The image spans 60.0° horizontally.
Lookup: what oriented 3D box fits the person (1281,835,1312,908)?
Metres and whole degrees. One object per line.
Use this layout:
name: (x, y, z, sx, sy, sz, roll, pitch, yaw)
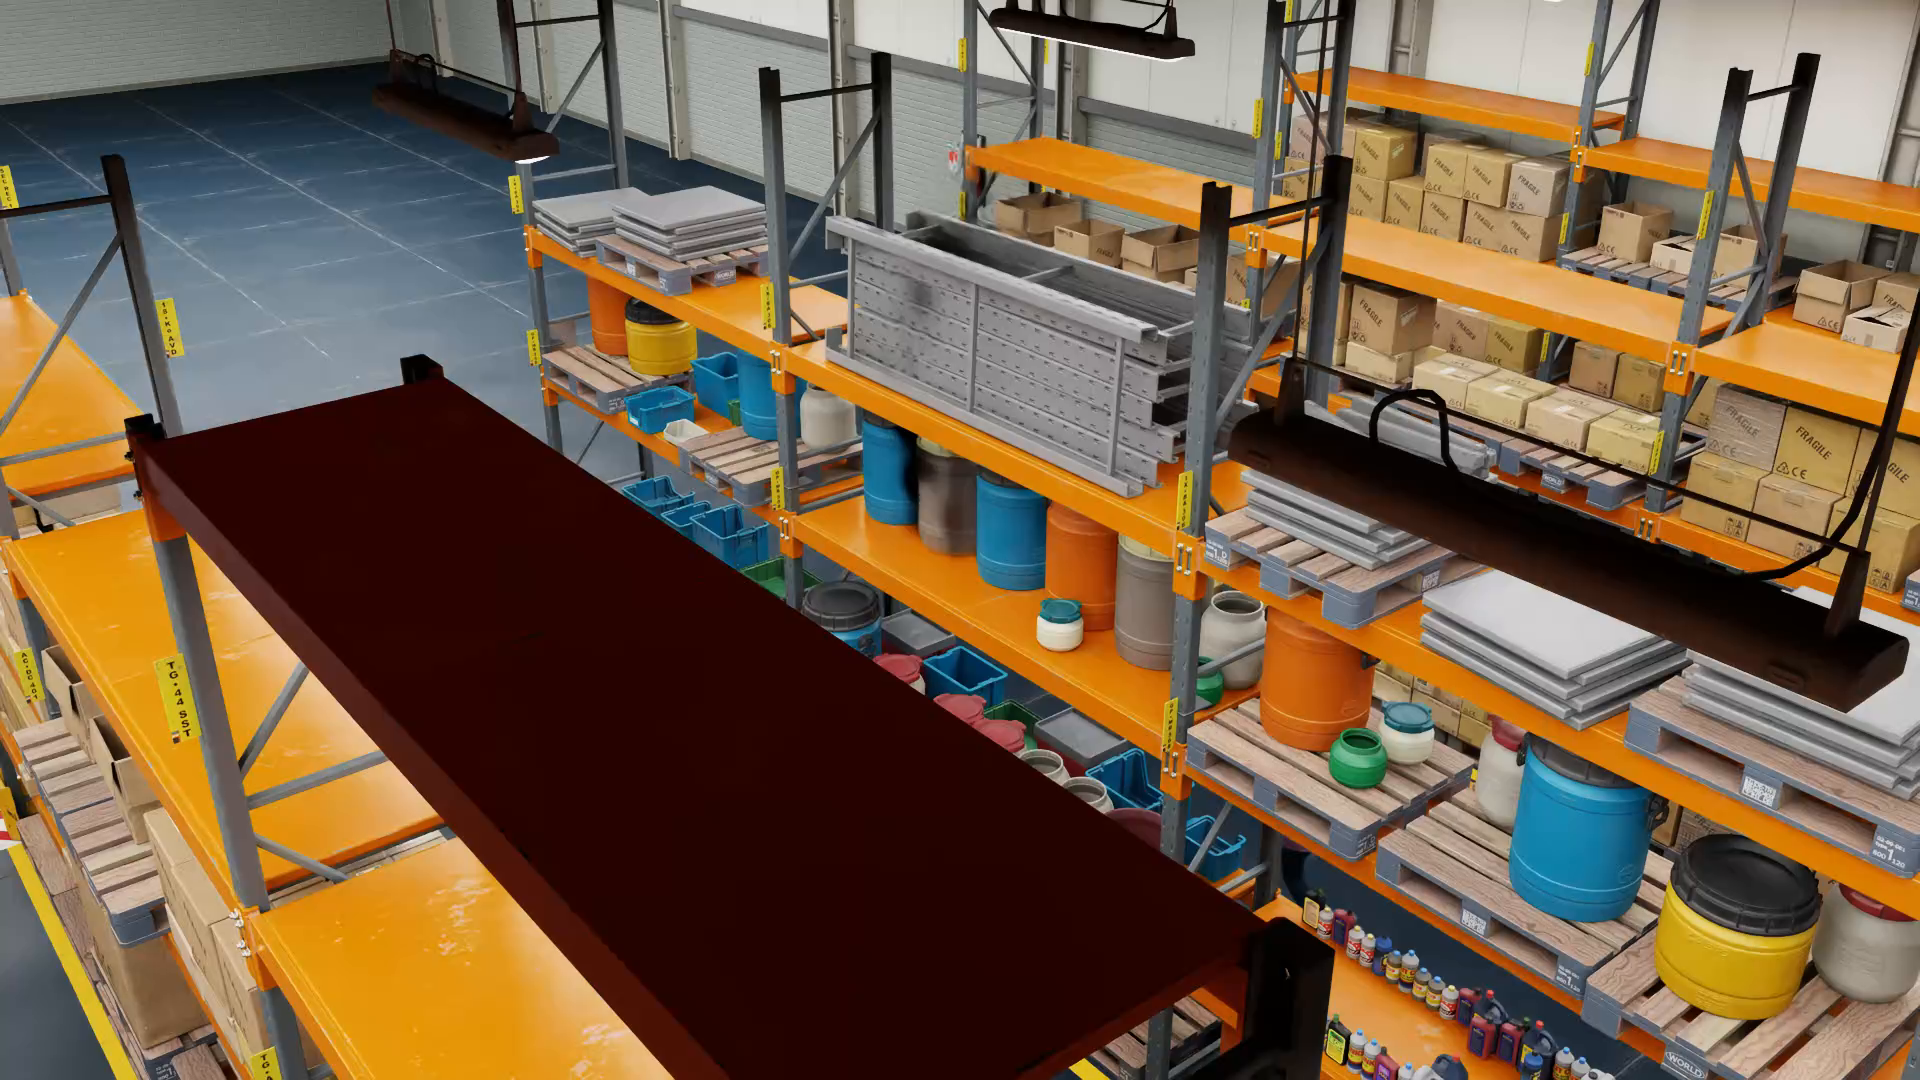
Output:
person: (2.453, 2.142, 12.015, 0.519, 1.567, 0.624, -20, 32, -35)
